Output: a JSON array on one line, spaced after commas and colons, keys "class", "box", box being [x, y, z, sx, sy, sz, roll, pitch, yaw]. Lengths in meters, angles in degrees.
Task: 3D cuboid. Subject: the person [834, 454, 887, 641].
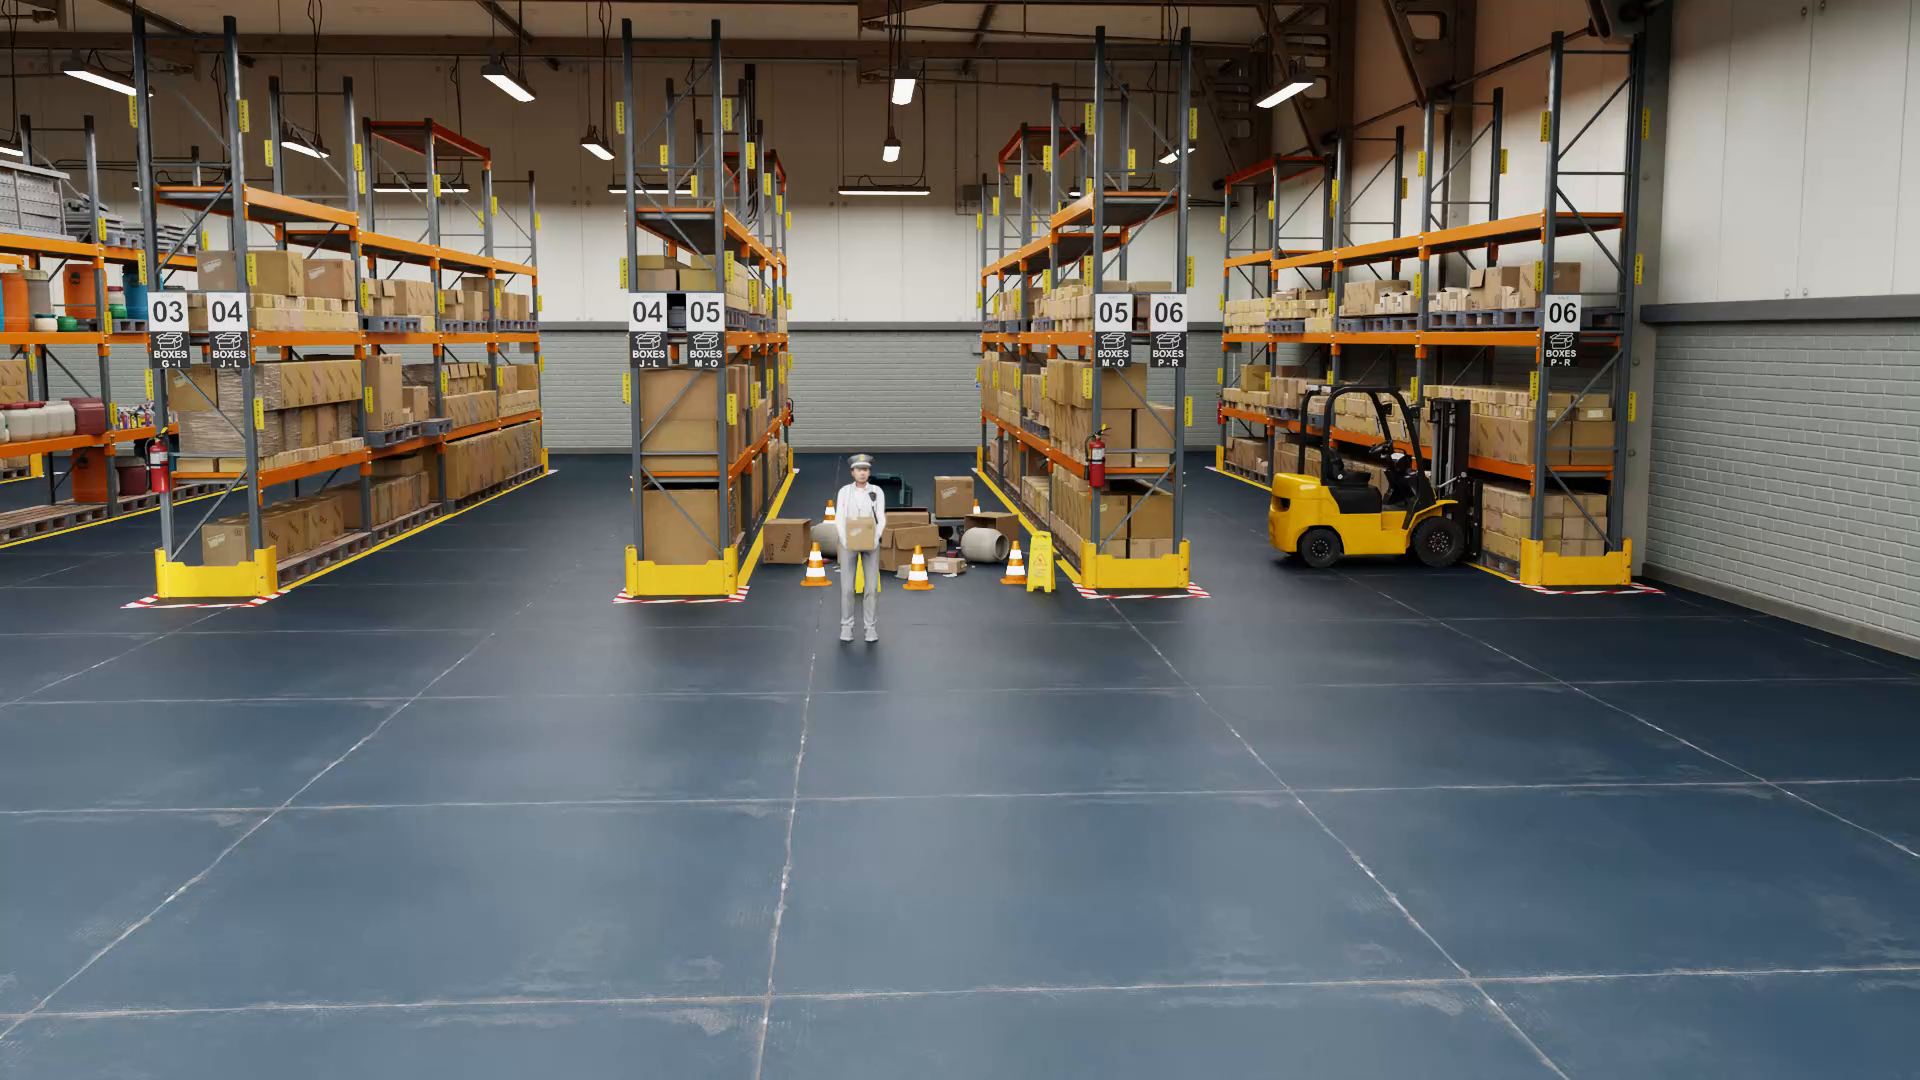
[{"class": "person", "box": [-0.901, 0.065, 15.086, 0.474, 1.691, 0.540, 0, 7, -4]}]
